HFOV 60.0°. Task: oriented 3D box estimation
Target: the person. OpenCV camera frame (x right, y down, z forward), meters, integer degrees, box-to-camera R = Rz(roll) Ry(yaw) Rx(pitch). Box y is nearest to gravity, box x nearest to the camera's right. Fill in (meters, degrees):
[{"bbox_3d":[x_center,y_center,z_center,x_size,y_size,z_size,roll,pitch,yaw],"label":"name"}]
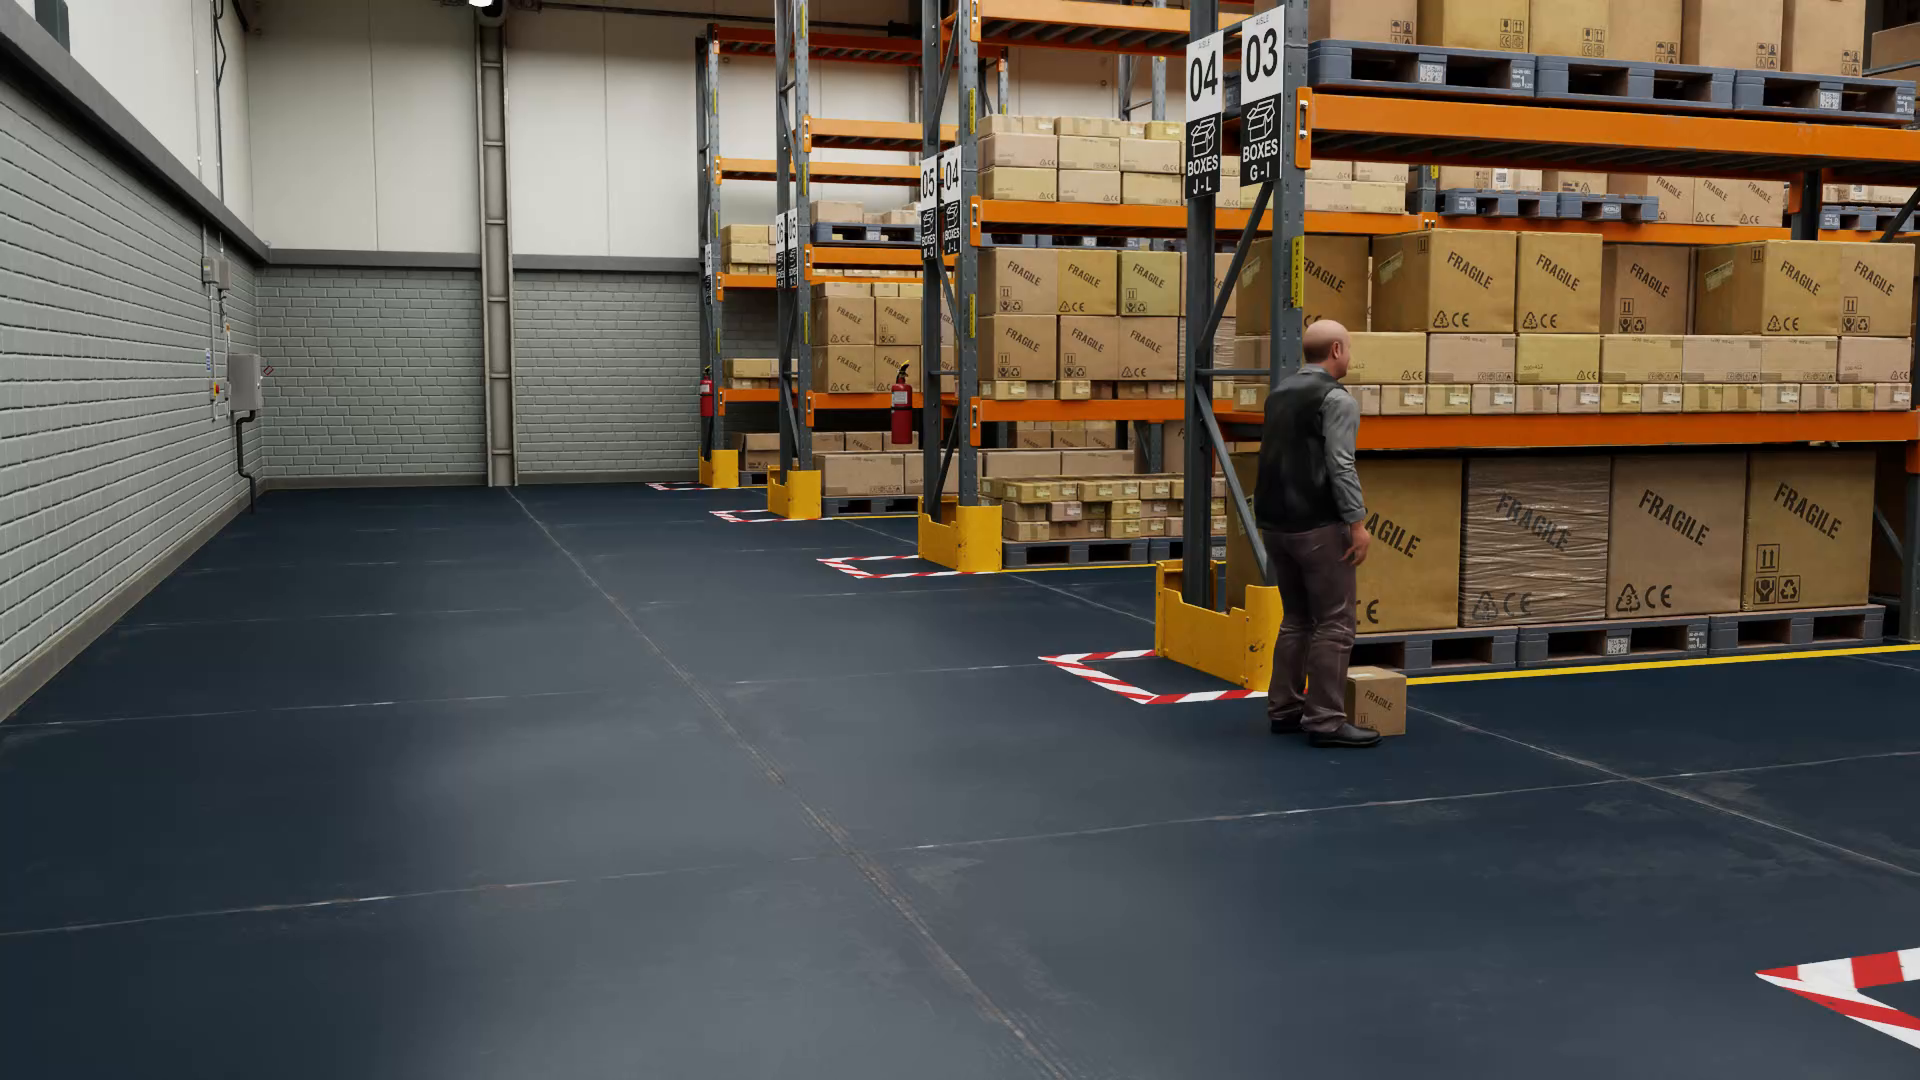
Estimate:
[{"bbox_3d":[1.435,-0.041,6.846,0.412,1.722,0.592,-2,6,-21],"label":"person"}]
